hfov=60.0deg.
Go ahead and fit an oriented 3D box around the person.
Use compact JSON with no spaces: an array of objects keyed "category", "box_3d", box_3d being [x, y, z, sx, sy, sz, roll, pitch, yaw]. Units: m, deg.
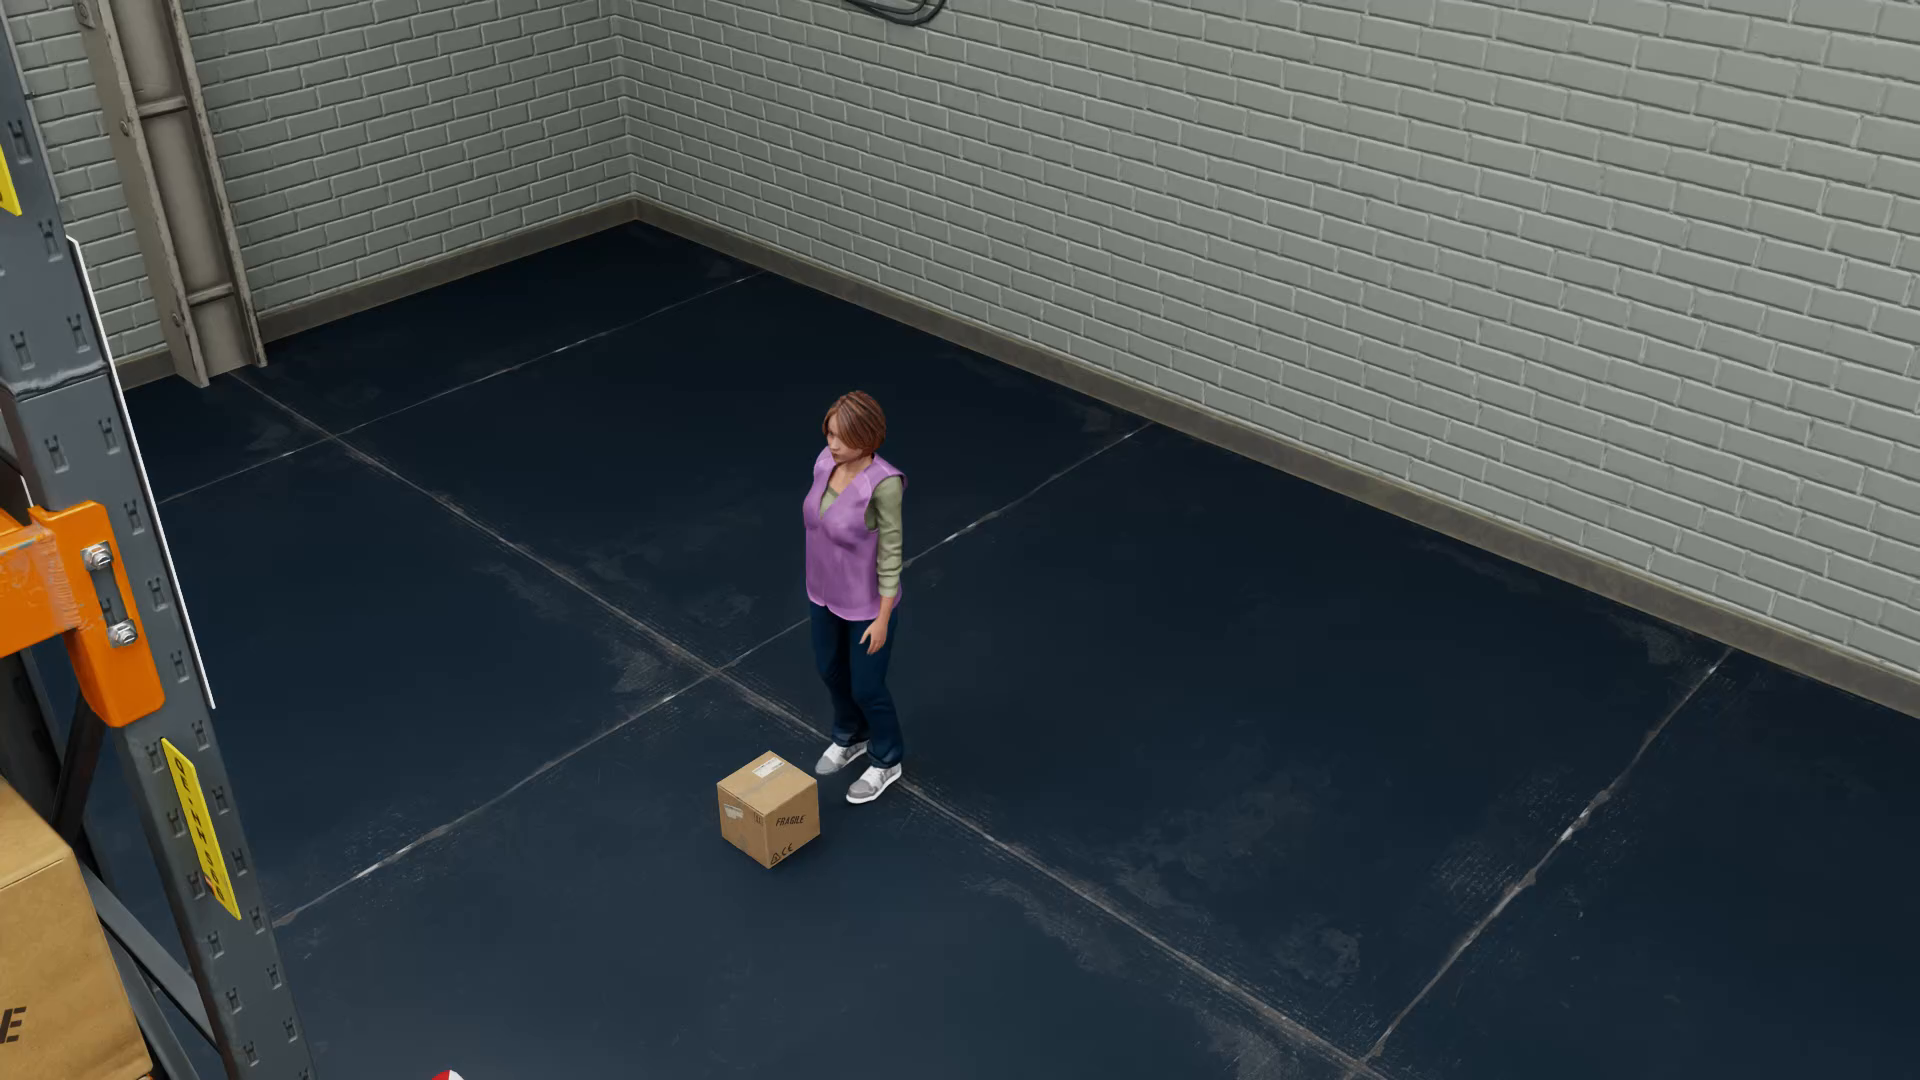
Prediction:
[{"category":"person","box_3d":[-0.361,0.221,5.817,0.418,1.622,0.306,27,41,36]}]
